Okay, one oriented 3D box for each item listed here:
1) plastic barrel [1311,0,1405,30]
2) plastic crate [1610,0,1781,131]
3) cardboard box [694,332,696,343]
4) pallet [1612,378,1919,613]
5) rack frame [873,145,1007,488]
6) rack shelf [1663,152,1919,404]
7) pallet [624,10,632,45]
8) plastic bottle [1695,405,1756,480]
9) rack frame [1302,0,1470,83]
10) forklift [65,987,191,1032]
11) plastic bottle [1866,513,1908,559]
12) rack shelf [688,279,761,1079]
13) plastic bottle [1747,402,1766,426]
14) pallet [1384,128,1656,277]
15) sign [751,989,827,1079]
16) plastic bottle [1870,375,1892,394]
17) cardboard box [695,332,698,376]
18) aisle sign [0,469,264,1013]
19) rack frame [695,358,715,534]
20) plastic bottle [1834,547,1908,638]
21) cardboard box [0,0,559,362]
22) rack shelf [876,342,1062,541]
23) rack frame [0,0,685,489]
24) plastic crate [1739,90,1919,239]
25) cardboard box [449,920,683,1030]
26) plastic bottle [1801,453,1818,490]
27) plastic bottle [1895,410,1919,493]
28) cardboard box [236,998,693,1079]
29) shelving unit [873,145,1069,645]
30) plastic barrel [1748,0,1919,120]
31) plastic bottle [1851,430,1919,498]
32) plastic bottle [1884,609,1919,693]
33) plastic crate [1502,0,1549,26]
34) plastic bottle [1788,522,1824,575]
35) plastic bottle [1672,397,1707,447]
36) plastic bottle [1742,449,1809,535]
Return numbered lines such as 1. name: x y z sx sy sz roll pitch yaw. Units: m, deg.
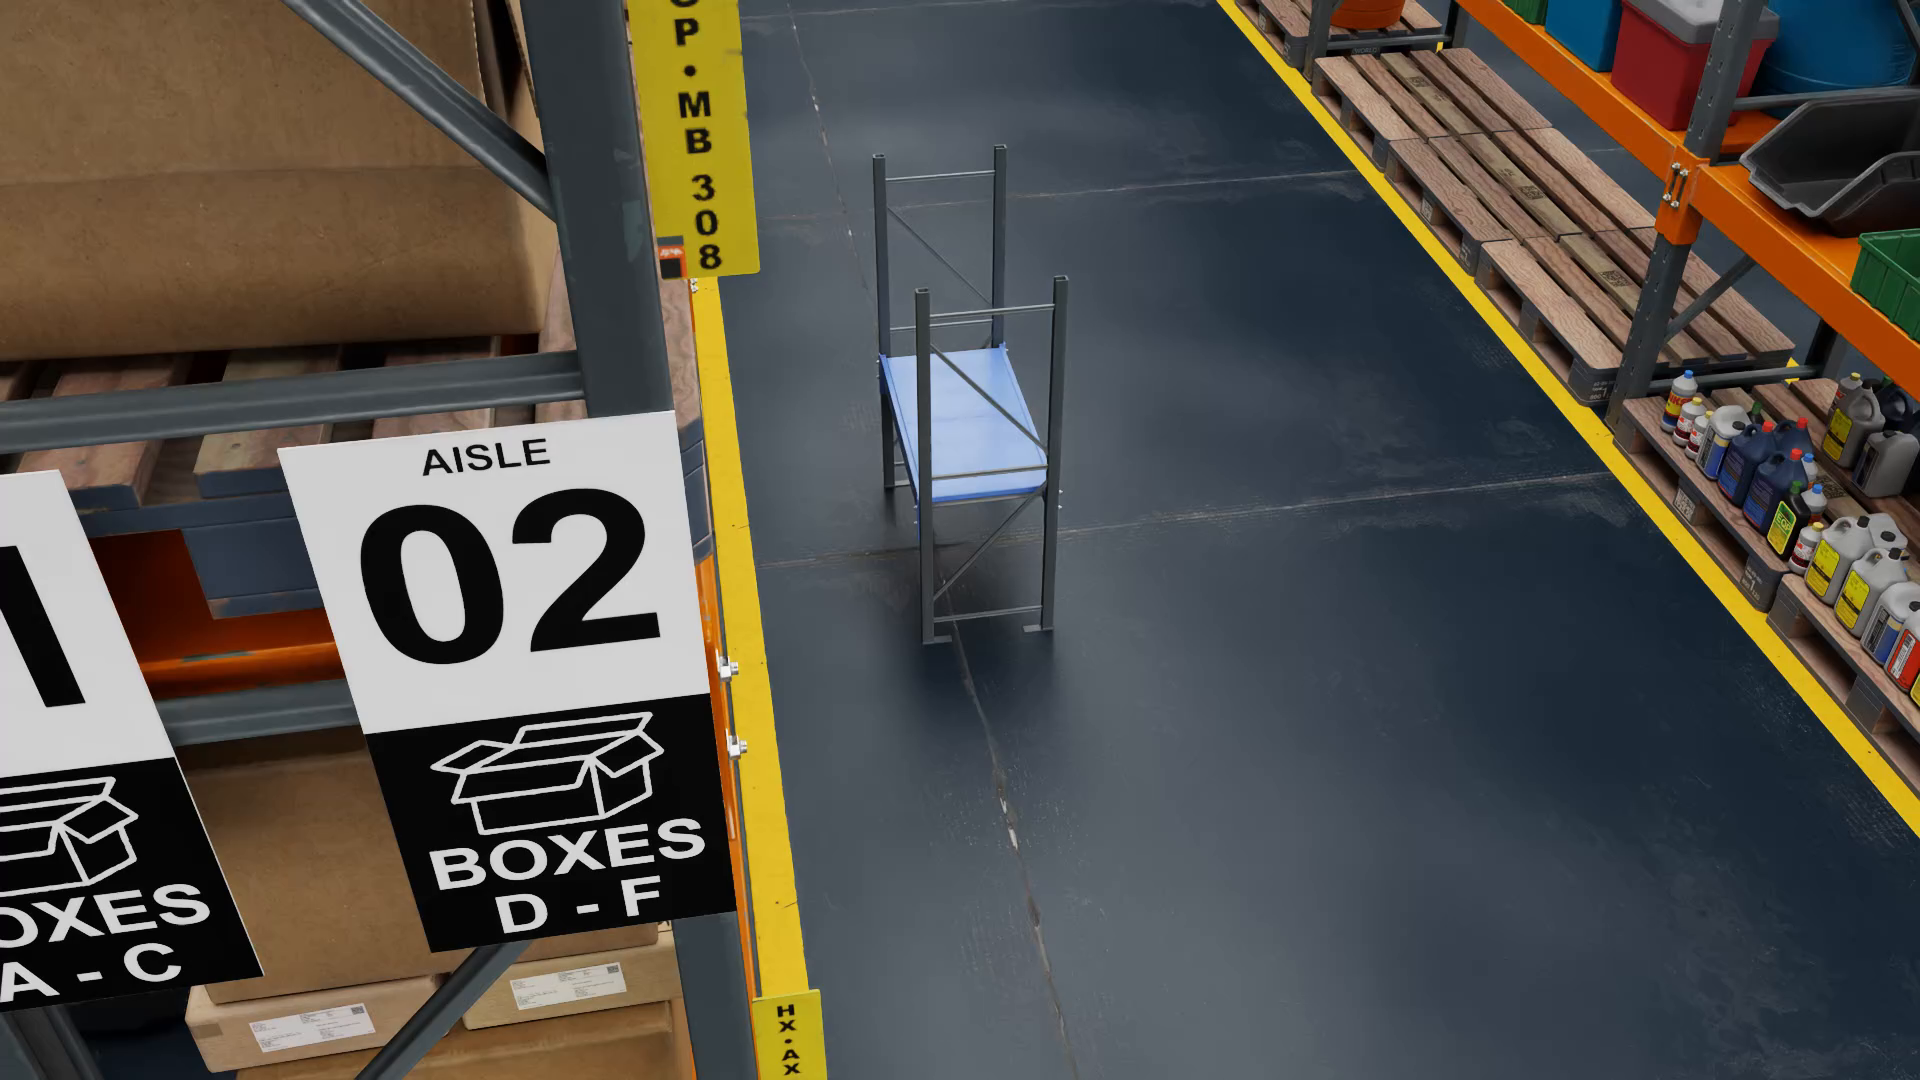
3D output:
1. plastic barrel: 2.571 -3.746 10.553 0.600 0.830 0.708 -6 38 -8
2. plastic crate: 2.989 -2.012 6.843 0.402 0.464 0.583 -6 38 -8
3. cardboard box: -1.412 -1.078 7.134 0.500 0.311 0.500 -7 38 -8
4. pallet: 3.452 -0.216 6.856 1.003 0.211 1.213 -6 38 -8
5. rack frame: -0.074 -0.848 6.619 0.500 1.500 0.032 -6 38 -8
6. rack shelf: 3.726 -0.235 5.194 1.077 0.370 4.000 -6 38 -8
7. pallet: -1.117 -1.099 3.346 1.003 0.211 1.213 -6 38 -8
8. plastic bottle: 3.083 -0.393 6.673 0.152 0.276 0.135 -5 38 -6
9. rack frame: 2.674 -4.143 9.638 1.000 3.000 0.127 -6 38 -8
10. forklift: -3.442 0.013 4.344 3.031 2.935 1.130 -2 38 -3
11. plastic bottle: 3.357 0.046 6.107 0.152 0.276 0.135 -6 38 -8
12. rack shelf: -1.152 0.295 4.511 1.077 0.370 4.000 -6 38 -8
13. plastic bottle: 3.188 -0.408 6.686 0.061 0.283 0.133 -6 38 -8
14. pallet: 2.982 -1.835 8.939 1.003 0.211 1.213 -6 38 -8
15. sign: -0.254 0.790 2.518 0.100 0.325 0.005 -6 38 -8
16. plastic bottle: 3.784 -0.573 6.898 0.061 0.283 0.133 -4 38 -6
17. cardboard box: -1.417 -0.856 7.306 0.500 0.250 0.500 -5 38 -7
18. aisle sign: -1.079 0.264 1.846 0.394 0.787 0.004 -6 38 -8
19. rack frame: -1.502 -1.197 5.845 1.000 3.000 0.127 -6 38 -8
20. plastic bottle: 3.248 0.160 5.899 0.144 0.351 0.185 -5 38 -6
21. cardboard box: -0.898 -0.575 2.059 0.797 0.503 0.637 -4 38 -5
22. rack shelf: 0.015 -0.399 6.334 0.538 0.185 1.000 -6 38 -8
23. rack frame: -0.801 -1.150 0.895 1.000 3.000 0.127 -6 38 -8
24. plastic crate: 3.341 -1.373 6.123 0.767 0.338 0.504 -6 38 -8
25. cardboard box: -0.658 0.663 2.841 0.380 0.149 0.250 -6 38 -8
26. plastic bottle: 3.252 -0.217 6.449 0.097 0.271 0.097 0 38 0
27. plastic bottle: 3.805 -0.381 6.596 0.144 0.351 0.185 -8 39 -10
28. cardboard box: -0.870 0.896 3.070 0.700 0.500 0.500 -6 38 -8
29. shelving unit: 0.015 -0.541 6.224 0.538 1.500 1.048 -6 38 -8
30. plastic barrel: 3.605 -2.191 6.717 0.600 0.901 0.708 -6 38 -8
31. plastic bottle: 3.664 -0.320 6.579 0.152 0.276 0.135 -6 38 -8
32. plastic bottle: 3.305 0.373 5.686 0.152 0.276 0.135 -6 38 -8
33. plastic crate: 2.792 -2.665 7.908 0.450 0.188 0.662 -6 38 -8
34. plastic bottle: 3.168 0.024 6.197 0.097 0.201 0.097 0 38 0
35. plastic bottle: 3.017 -0.495 6.864 0.097 0.201 0.097 0 38 0
36. plastic bottle: 3.141 -0.209 6.374 0.144 0.351 0.185 -8 39 -10
